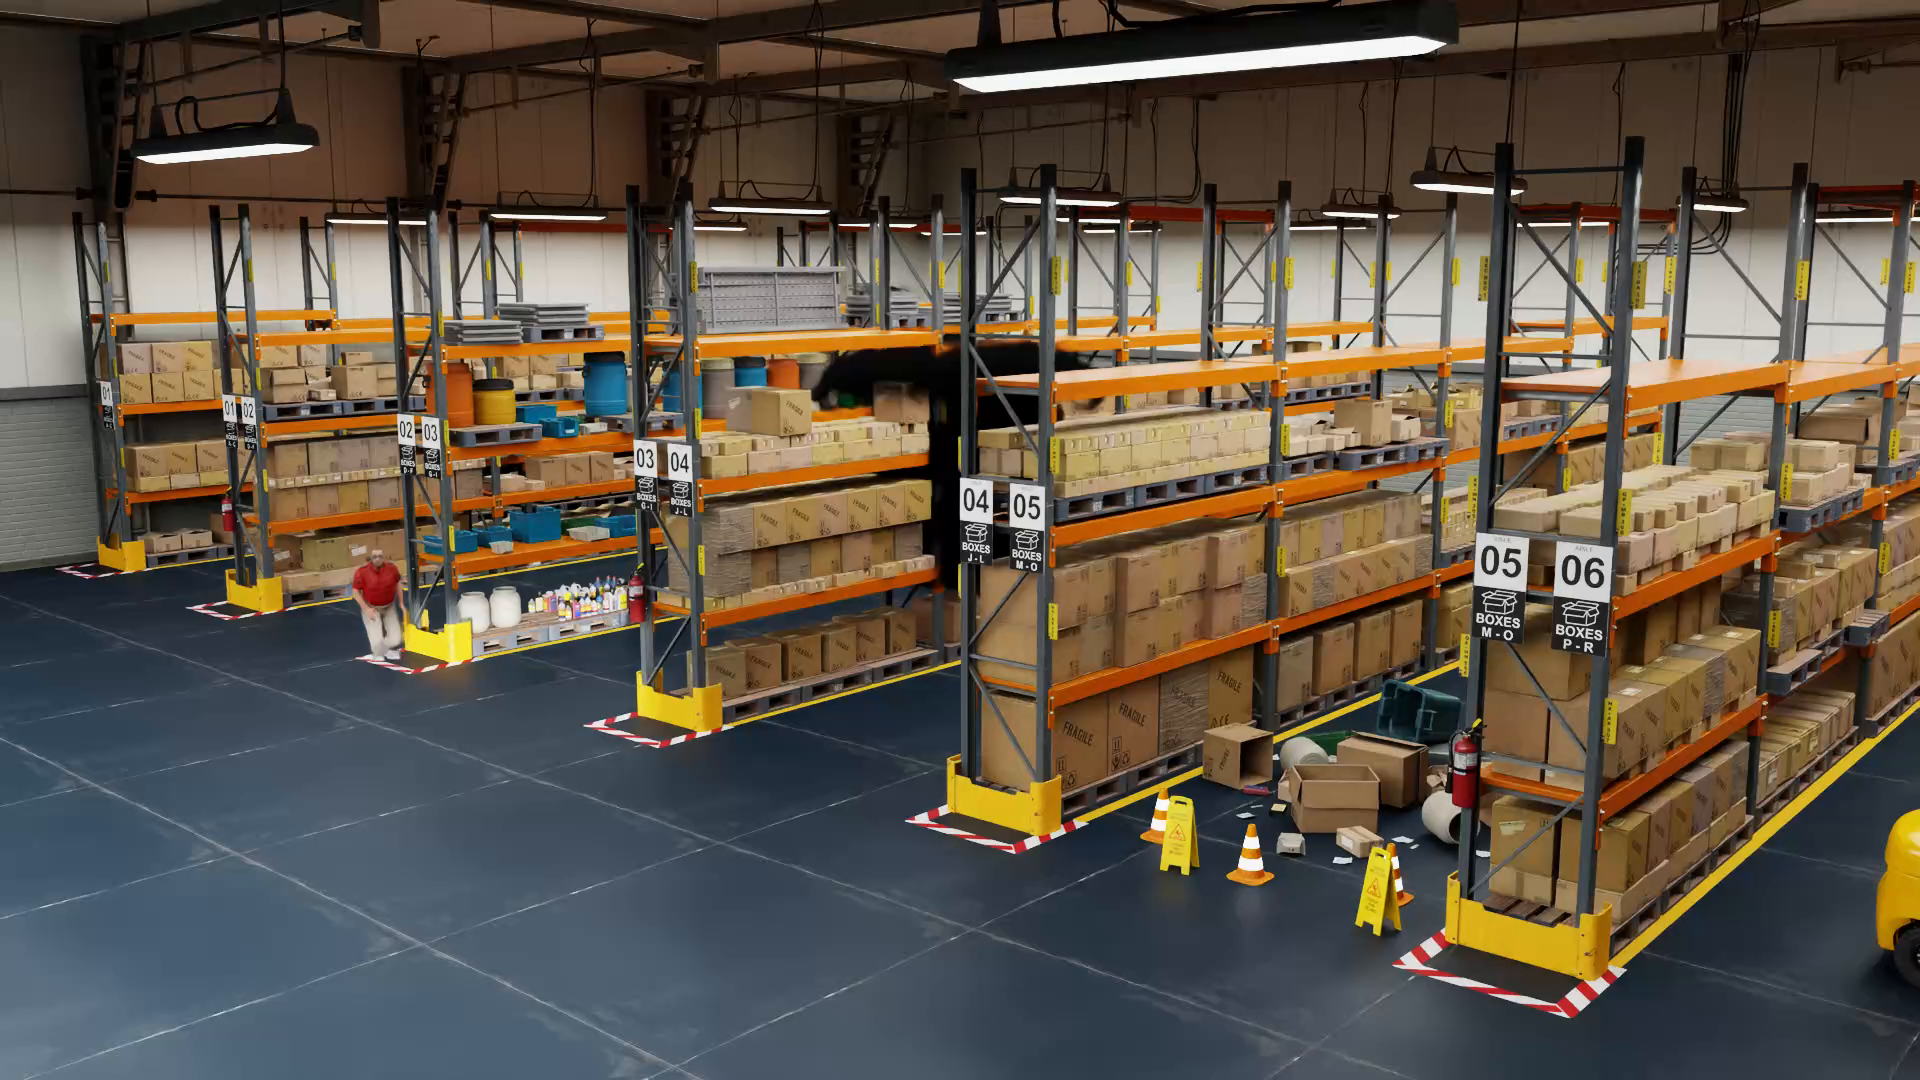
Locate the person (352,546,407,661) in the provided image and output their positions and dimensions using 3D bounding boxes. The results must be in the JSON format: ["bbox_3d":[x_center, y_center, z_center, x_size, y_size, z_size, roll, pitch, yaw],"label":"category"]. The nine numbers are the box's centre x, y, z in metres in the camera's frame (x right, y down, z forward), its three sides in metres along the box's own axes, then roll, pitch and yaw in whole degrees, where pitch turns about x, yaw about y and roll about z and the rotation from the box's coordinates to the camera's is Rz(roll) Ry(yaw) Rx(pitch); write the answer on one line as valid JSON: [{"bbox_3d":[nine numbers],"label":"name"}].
[{"bbox_3d":[-7.197,0.798,20.531,0.652,1.543,0.751,-7,12,-37],"label":"person"}]
